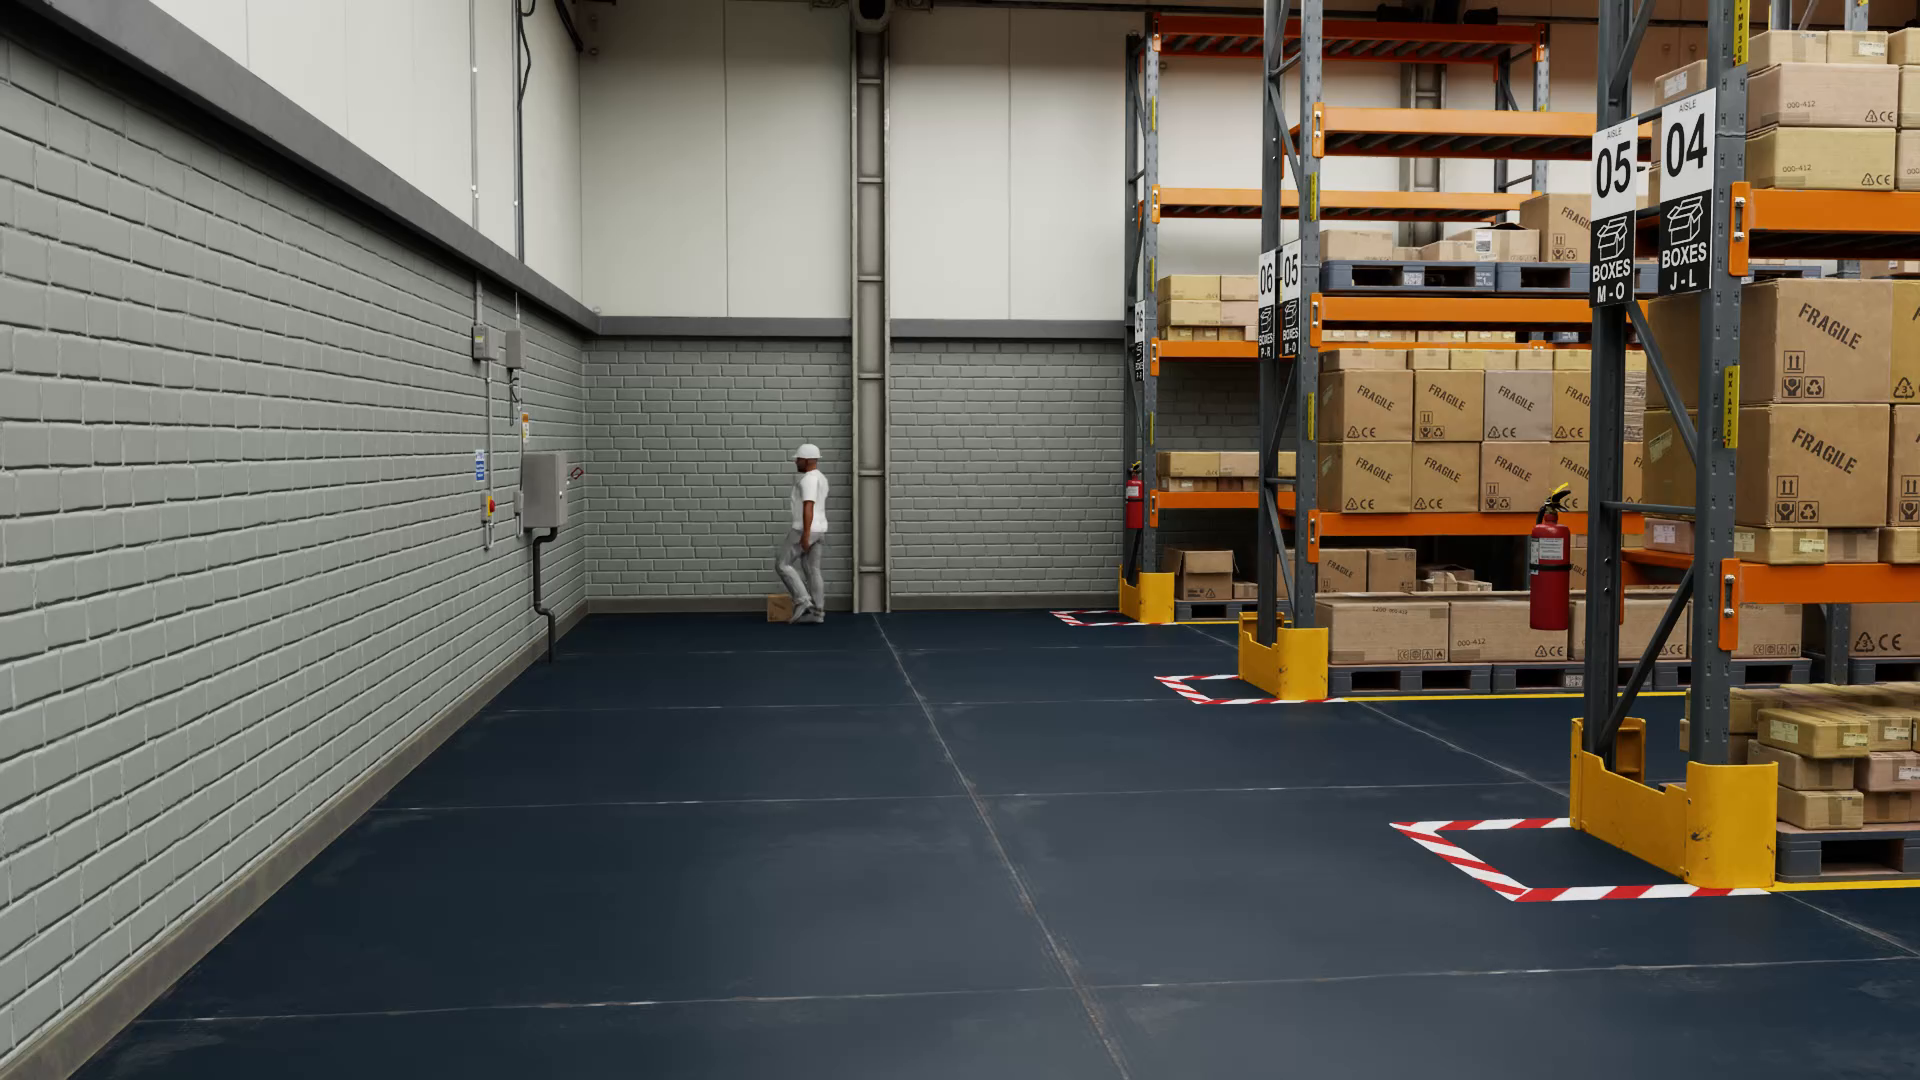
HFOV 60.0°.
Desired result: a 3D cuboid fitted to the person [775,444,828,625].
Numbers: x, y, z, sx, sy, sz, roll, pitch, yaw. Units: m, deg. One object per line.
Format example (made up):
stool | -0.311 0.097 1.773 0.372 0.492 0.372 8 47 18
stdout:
person | -1.544 -0.063 16.451 0.483 1.769 0.634 1 3 15
